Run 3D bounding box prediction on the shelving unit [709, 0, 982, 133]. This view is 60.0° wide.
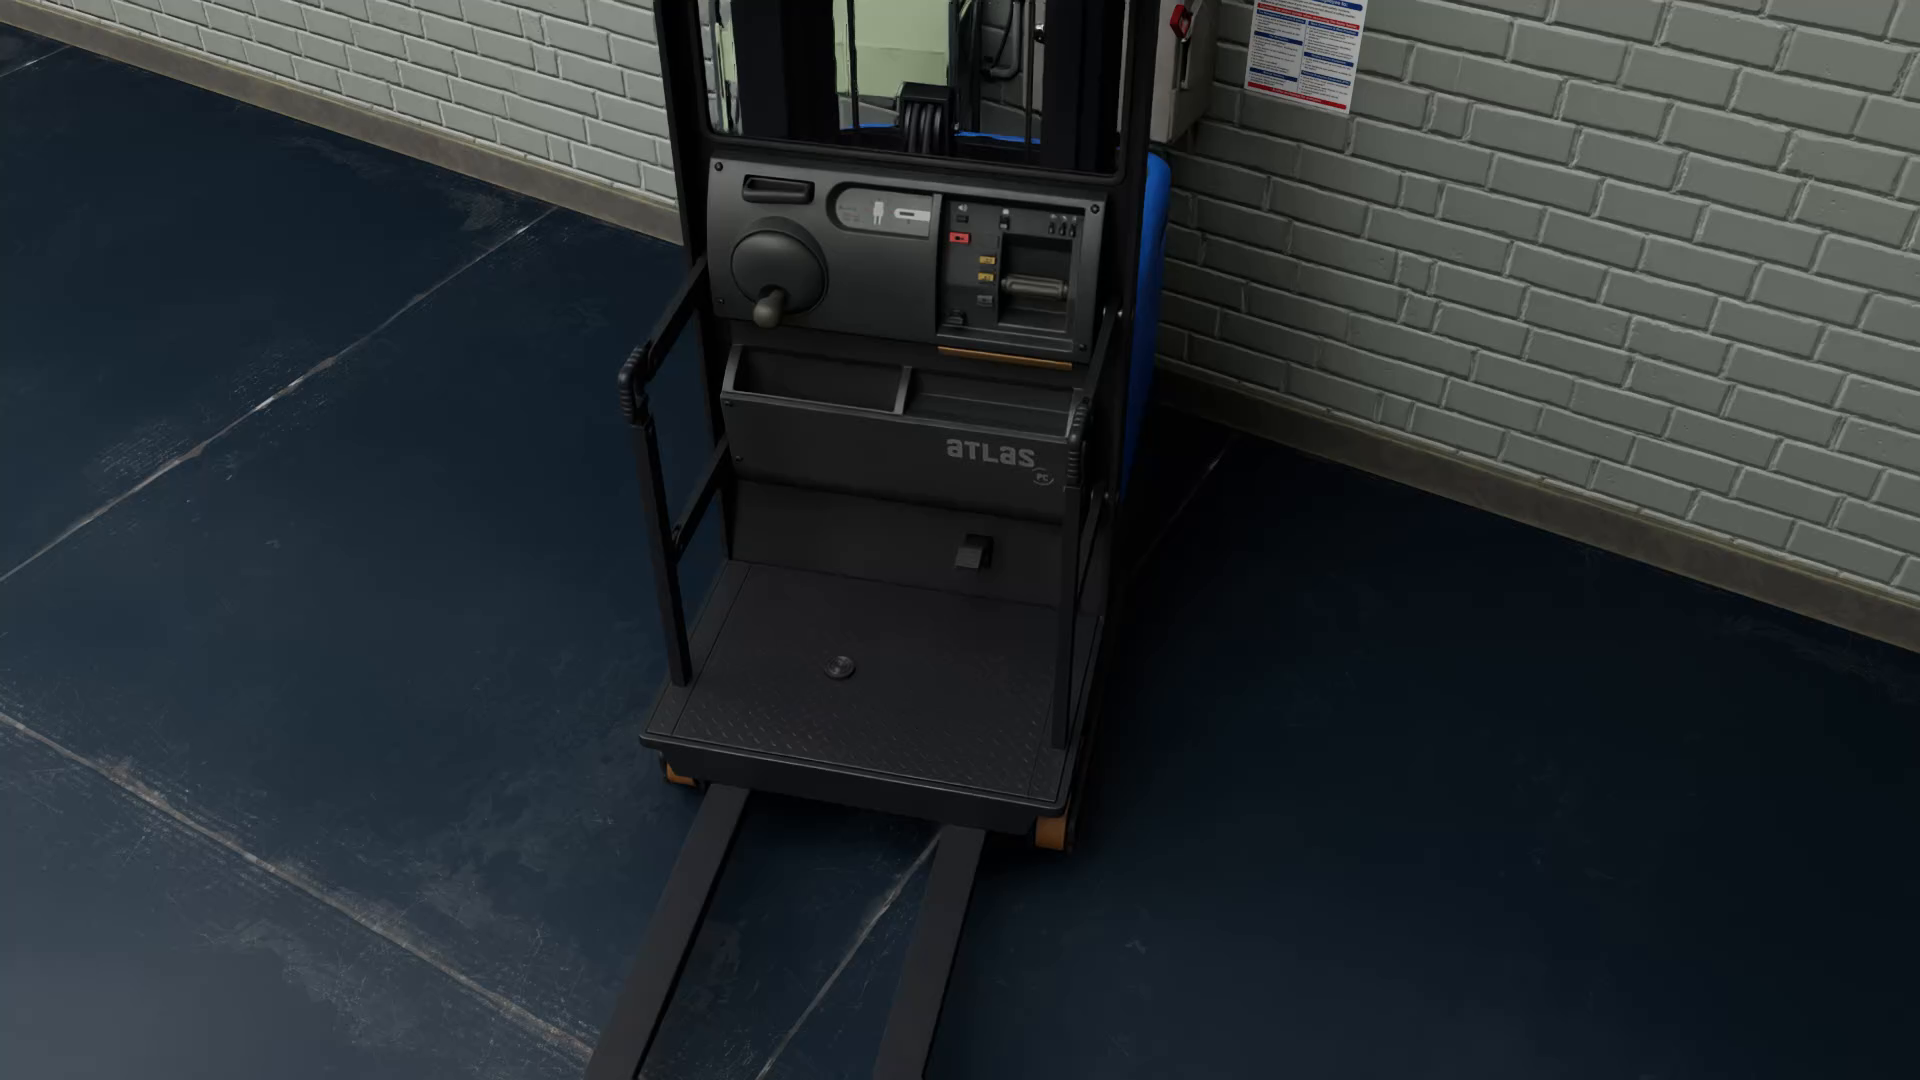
[{"bbox_3d":[-0.345,-1.189,5.458,0.755,1.500,0.431,8,40,9],"label":"shelving unit"}]

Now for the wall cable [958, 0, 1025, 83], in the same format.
[{"bbox_3d":[-0.056,-2.254,4.771,0.588,1.984,0.122,21,45,22],"label":"wall cable"}]

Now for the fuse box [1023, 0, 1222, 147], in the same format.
[{"bbox_3d":[0.456,-1.073,5.174,0.539,1.711,0.414,21,45,22],"label":"fuse box"}]

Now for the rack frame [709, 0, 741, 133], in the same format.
[{"bbox_3d":[-0.703,-1.239,5.514,0.023,1.500,0.400,8,40,9],"label":"rack frame"}]

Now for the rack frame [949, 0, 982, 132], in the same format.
[{"bbox_3d":[0.014,-1.140,5.402,0.023,1.500,0.400,8,40,9],"label":"rack frame"}]

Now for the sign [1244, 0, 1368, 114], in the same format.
[{"bbox_3d":[0.987,-1.476,4.729,0.329,0.494,0.001,21,45,22],"label":"sign"}]

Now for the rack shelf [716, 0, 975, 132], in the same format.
[{"bbox_3d":[-0.342,-1.490,5.209,0.720,0.370,0.431,8,40,9],"label":"rack shelf"}]

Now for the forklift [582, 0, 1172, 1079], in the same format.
[{"bbox_3d":[-0.178,-0.571,3.680,1.130,2.935,3.031,8,42,9],"label":"forklift"}]
